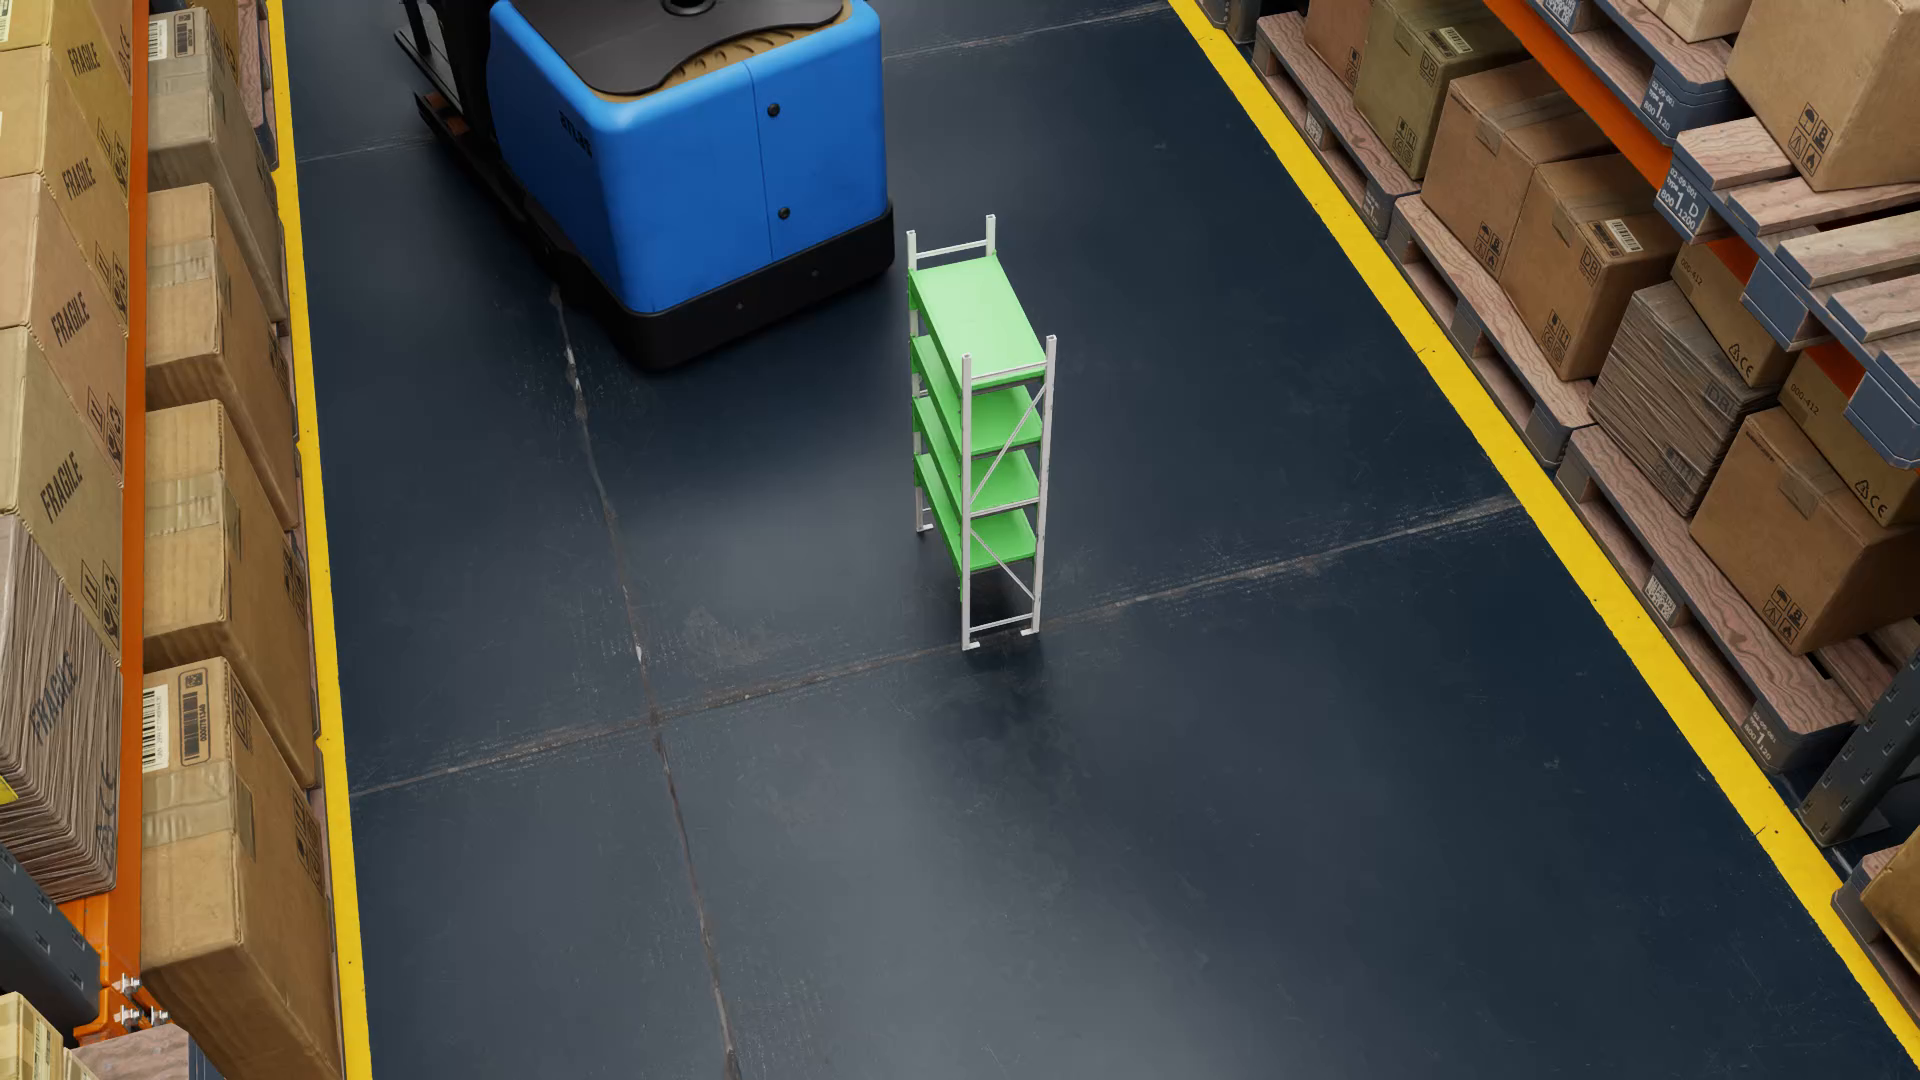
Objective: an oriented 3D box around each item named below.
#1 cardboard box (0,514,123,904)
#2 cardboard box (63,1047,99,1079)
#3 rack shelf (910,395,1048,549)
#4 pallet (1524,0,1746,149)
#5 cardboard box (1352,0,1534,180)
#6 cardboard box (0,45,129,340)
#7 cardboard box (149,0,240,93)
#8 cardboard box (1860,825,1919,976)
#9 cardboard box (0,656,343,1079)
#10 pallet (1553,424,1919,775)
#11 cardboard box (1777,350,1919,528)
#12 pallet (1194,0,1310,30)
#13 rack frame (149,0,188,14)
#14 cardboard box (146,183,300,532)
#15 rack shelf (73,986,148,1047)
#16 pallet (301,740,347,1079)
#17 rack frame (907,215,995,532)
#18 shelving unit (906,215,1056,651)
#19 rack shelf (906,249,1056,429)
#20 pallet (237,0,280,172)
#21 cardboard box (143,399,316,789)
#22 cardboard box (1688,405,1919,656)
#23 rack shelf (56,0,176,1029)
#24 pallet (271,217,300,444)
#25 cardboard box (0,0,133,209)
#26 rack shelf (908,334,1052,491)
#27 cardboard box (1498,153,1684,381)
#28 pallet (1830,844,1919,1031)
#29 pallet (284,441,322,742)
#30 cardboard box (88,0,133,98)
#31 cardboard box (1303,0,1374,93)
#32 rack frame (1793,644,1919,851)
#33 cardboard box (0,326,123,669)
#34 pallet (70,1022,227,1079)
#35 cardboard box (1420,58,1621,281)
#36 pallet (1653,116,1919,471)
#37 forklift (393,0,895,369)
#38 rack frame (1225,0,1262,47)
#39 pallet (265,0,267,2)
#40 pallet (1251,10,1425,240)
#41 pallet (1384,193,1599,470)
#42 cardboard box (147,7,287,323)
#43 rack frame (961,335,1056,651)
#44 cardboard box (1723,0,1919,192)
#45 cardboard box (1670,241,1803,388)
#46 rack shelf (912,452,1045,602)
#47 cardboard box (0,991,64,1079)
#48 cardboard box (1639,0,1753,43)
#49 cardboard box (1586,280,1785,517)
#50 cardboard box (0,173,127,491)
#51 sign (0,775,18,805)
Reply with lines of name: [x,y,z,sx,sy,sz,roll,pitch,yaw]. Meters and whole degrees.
cardboard box: [-1.837,0.347,2.930,0.500,0.500,0.500,-13,51,-11]
cardboard box: [-1.381,0.876,2.245,0.380,0.149,0.250,-12,51,-10]
rack shelf: [0.049,-0.225,4.738,0.258,0.148,0.480,-13,51,-11]
pallet: [2.182,-1.654,4.808,1.003,0.211,1.213,-13,51,-11]
cardboard box: [1.907,-1.731,6.094,0.700,0.500,0.500,-14,51,-11]
cardboard box: [-2.284,-0.756,3.860,0.500,0.500,0.500,-14,51,-11]
cardboard box: [-3.264,-2.079,6.155,0.875,0.875,0.875,-13,51,-10]
cardboard box: [2.990,0.779,3.746,1.225,0.875,0.875,-15,52,-13]
cardboard box: [-2.056,0.893,3.732,1.050,0.750,0.750,-14,51,-11]
pallet: [2.576,0.049,5.071,1.003,0.211,1.213,-13,51,-11]
cardboard box: [2.579,-0.339,4.431,0.500,0.250,0.500,-11,51,-9]
pallet: [1.391,-2.784,7.459,1.003,0.211,1.213,-13,51,-11]
rack frame: [-3.145,-2.153,5.103,1.000,3.000,0.127,-13,51,-11]
cardboard box: [-2.594,-0.425,4.843,1.050,0.750,0.750,-13,51,-11]
rack shelf: [-1.370,2.461,1.684,1.077,0.370,4.000,-13,51,-11]
pallet: [-2.123,1.074,4.206,1.003,0.211,1.213,-13,51,-11]
rack frame: [-0.023,-0.444,4.840,0.240,1.200,0.015,-13,51,-11]
shelving unit: [0.049,-0.266,4.689,0.258,1.200,0.503,-13,51,-11]
rack shelf: [0.049,-0.534,4.371,0.258,0.148,0.480,-13,51,-11]
pallet: [-3.295,-1.827,6.652,1.003,0.211,1.213,-13,51,-11]
cardboard box: [-2.318,0.255,4.270,1.050,0.750,0.750,-13,51,-10]
cardboard box: [2.589,-0.100,4.720,0.700,0.500,0.500,-16,52,-13]
rack shelf: [-2.553,-0.460,4.147,1.077,0.370,4.000,-13,51,-11]
pallet: [-2.845,-0.708,5.708,1.003,0.211,1.213,-13,51,-11]
cardboard box: [-2.436,-1.126,4.172,0.500,0.500,0.500,-13,51,-11]
rack shelf: [0.049,-0.379,4.555,0.258,0.148,0.480,-13,51,-11]
cardboard box: [2.238,-0.915,5.406,0.700,0.500,0.500,-9,51,-8]
pallet: [2.967,1.213,4.090,1.003,0.211,1.213,-13,51,-11]
pallet: [-2.480,0.185,4.956,1.003,0.211,1.213,-13,51,-11]
cardboard box: [-2.586,-1.495,4.483,0.500,0.500,0.500,-14,51,-11]
cardboard box: [1.784,-2.083,6.392,0.700,0.500,0.500,-17,52,-14]
rack frame: [2.806,-0.279,3.523,1.000,3.000,0.127,-13,51,-11]
cardboard box: [-1.990,-0.023,3.242,0.500,0.500,0.500,-14,51,-11]
pallet: [-1.649,1.327,2.295,1.213,0.211,1.003,-13,51,-11]
cardboard box: [2.073,-1.322,5.750,0.700,0.500,0.500,-17,52,-14]
pallet: [2.494,-0.714,4.015,1.213,0.211,1.003,-13,51,-11]
forklift: [-1.487,-2.627,5.547,1.130,2.935,3.031,-28,55,-22]
rack frame: [1.623,-3.201,5.986,1.000,3.000,0.127,-13,51,-11]
pallet: [-3.659,-2.720,7.405,1.003,0.211,1.213,-13,51,-11]
pallet: [1.855,-1.733,6.573,1.003,0.211,1.213,-13,51,-11]
pallet: [2.219,-0.841,5.821,1.003,0.211,1.213,-13,51,-11]
cardboard box: [-2.875,-1.130,5.438,1.050,0.750,0.750,-14,51,-11]
rack frame: [0.121,-0.088,4.539,0.240,1.200,0.015,-13,51,-11]
cardboard box: [2.348,-1.217,3.974,0.700,0.500,0.500,-7,50,-6]
cardboard box: [2.413,-0.725,4.756,0.500,0.250,0.500,-8,50,-7]
rack shelf: [0.049,-0.070,4.922,0.258,0.148,0.480,-13,51,-11]
cardboard box: [-1.379,0.777,2.134,0.380,0.149,0.250,-15,52,-12]
cardboard box: [2.055,-1.528,4.389,0.396,0.266,0.258,-15,51,-12]
cardboard box: [2.413,-0.502,5.059,0.700,0.500,0.500,-17,52,-14]
cardboard box: [-2.139,-0.392,3.553,0.500,0.500,0.500,-13,51,-11]
sign: [-1.446,0.291,2.337,0.100,0.325,0.005,-13,51,-11]
